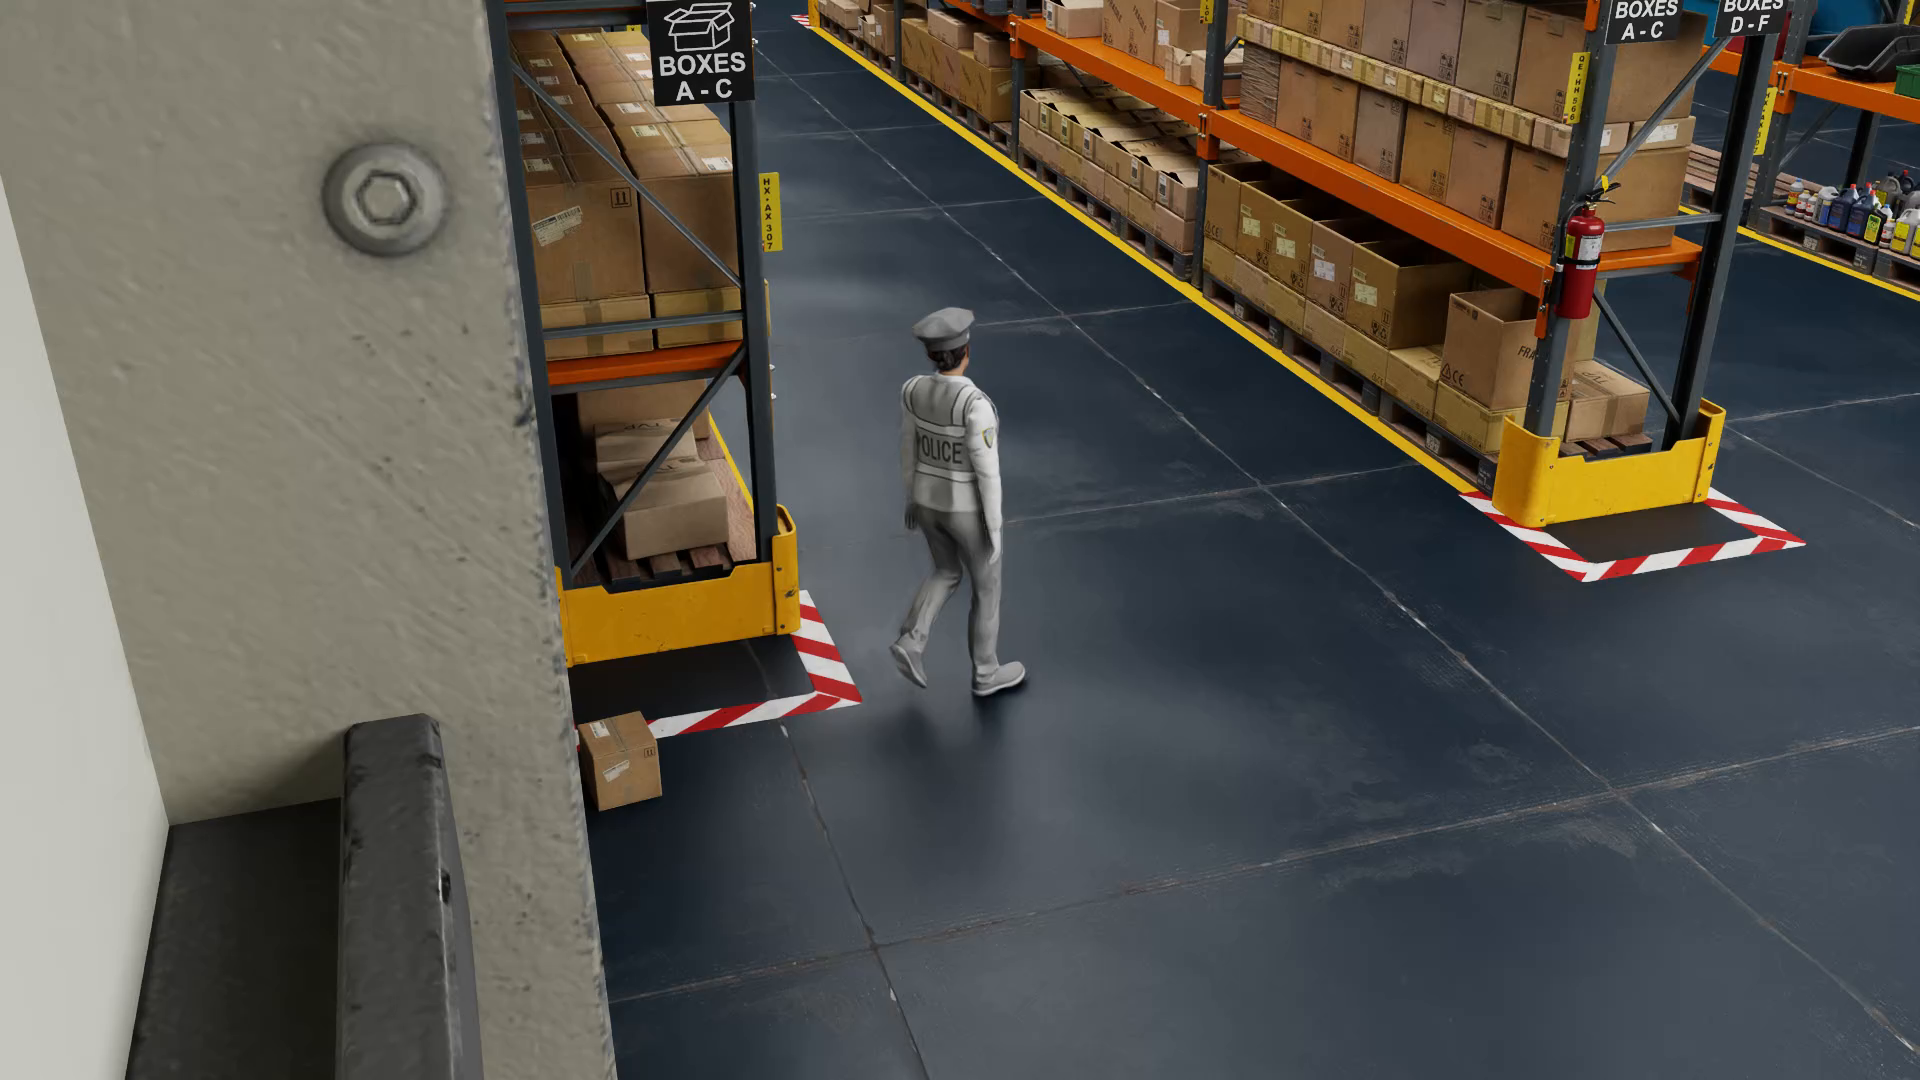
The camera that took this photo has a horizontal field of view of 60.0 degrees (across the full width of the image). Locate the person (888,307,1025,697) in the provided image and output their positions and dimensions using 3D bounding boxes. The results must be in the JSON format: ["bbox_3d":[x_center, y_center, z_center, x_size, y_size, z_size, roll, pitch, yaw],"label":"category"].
[{"bbox_3d":[-0.047,-0.113,6.812,0.533,1.649,0.566,21,33,36],"label":"person"}]
